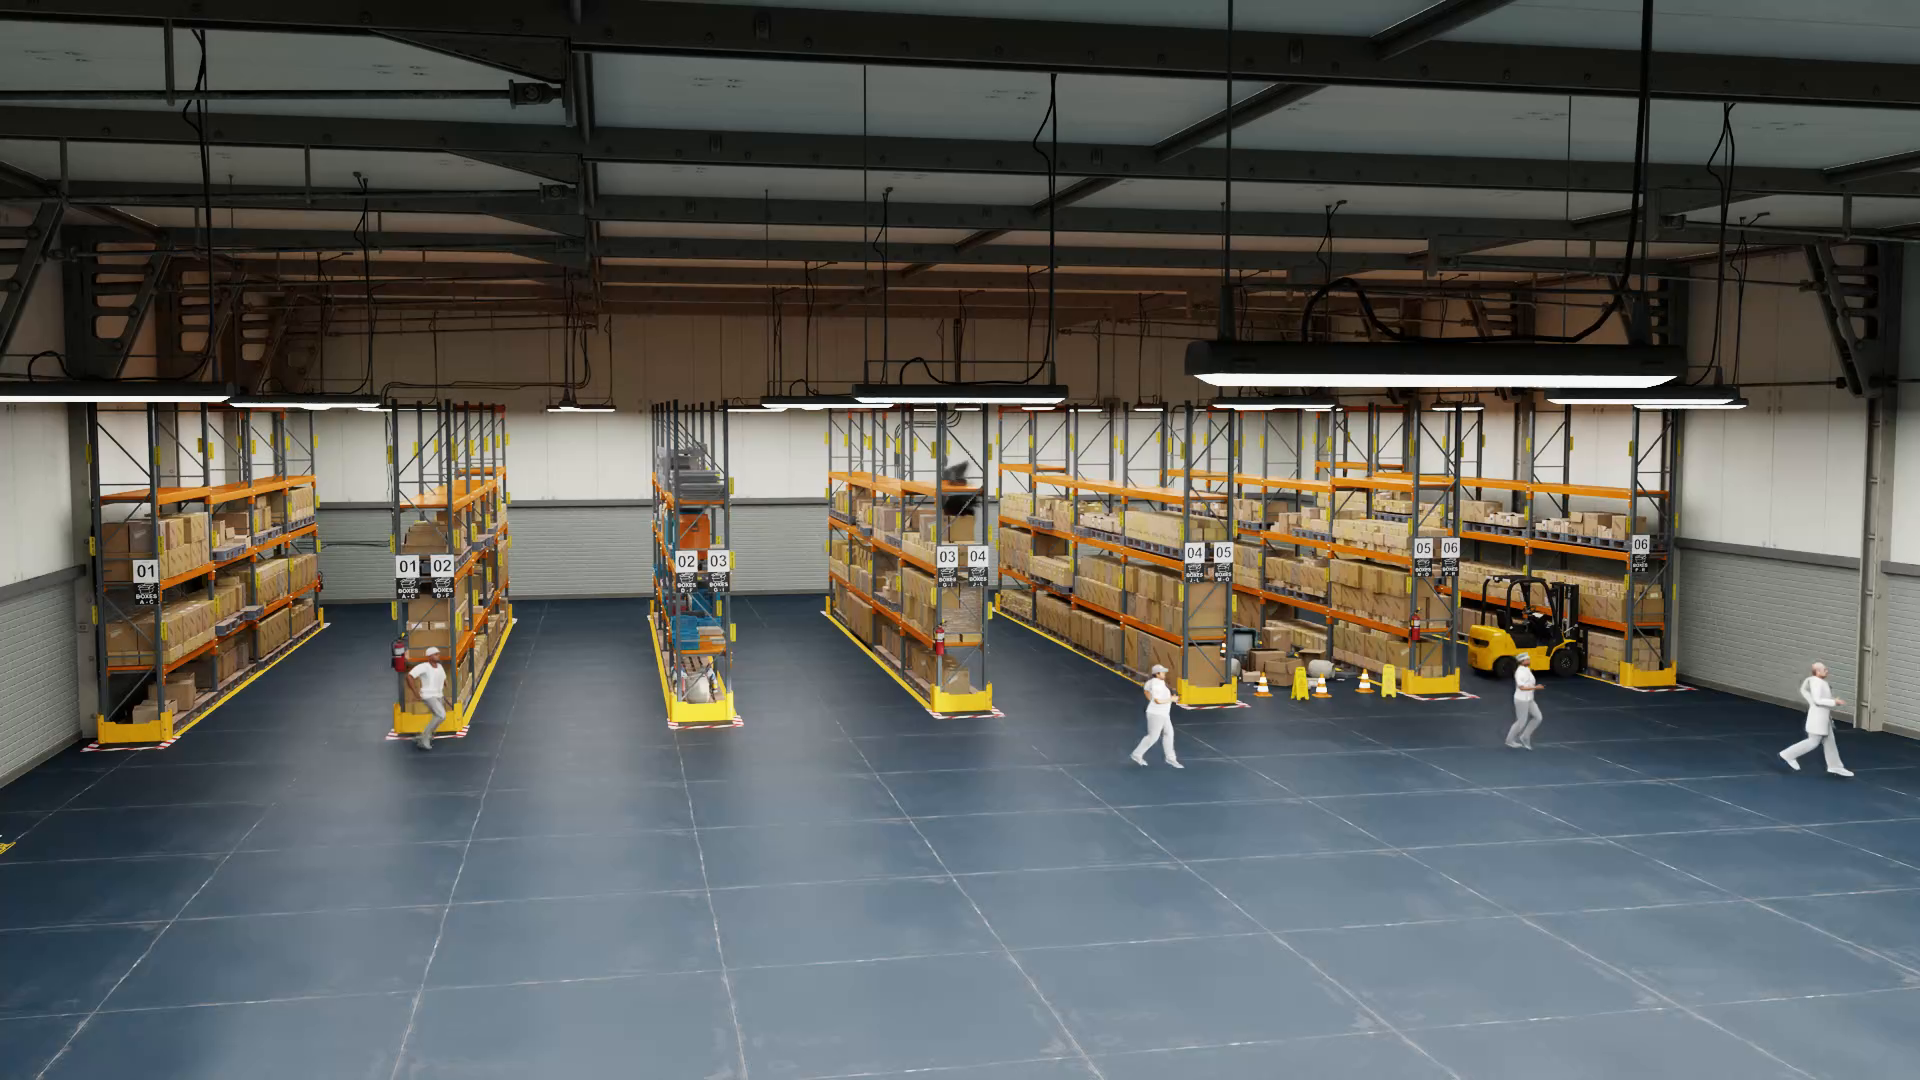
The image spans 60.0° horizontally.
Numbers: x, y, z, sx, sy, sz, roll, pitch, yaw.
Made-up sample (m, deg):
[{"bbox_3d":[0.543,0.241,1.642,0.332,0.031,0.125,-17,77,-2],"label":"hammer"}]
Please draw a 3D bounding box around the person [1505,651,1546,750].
[{"bbox_3d":[9.663,2.749,28.369,0.660,1.727,0.555,3,5,34],"label":"person"}]

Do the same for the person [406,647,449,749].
[{"bbox_3d":[-9.049,2.709,28.567,0.619,1.732,0.709,1,4,15],"label":"person"}]

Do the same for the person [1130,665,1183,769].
[{"bbox_3d":[3.189,2.863,26.866,0.819,1.696,0.598,1,4,12],"label":"person"}]

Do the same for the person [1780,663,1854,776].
[{"bbox_3d":[13.577,2.825,26.309,1.050,1.777,0.705,3,5,31],"label":"person"}]

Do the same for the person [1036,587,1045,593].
[{"bbox_3d":[2.363,1.175,50.010,0.648,1.587,0.745,1,4,16],"label":"person"}]
